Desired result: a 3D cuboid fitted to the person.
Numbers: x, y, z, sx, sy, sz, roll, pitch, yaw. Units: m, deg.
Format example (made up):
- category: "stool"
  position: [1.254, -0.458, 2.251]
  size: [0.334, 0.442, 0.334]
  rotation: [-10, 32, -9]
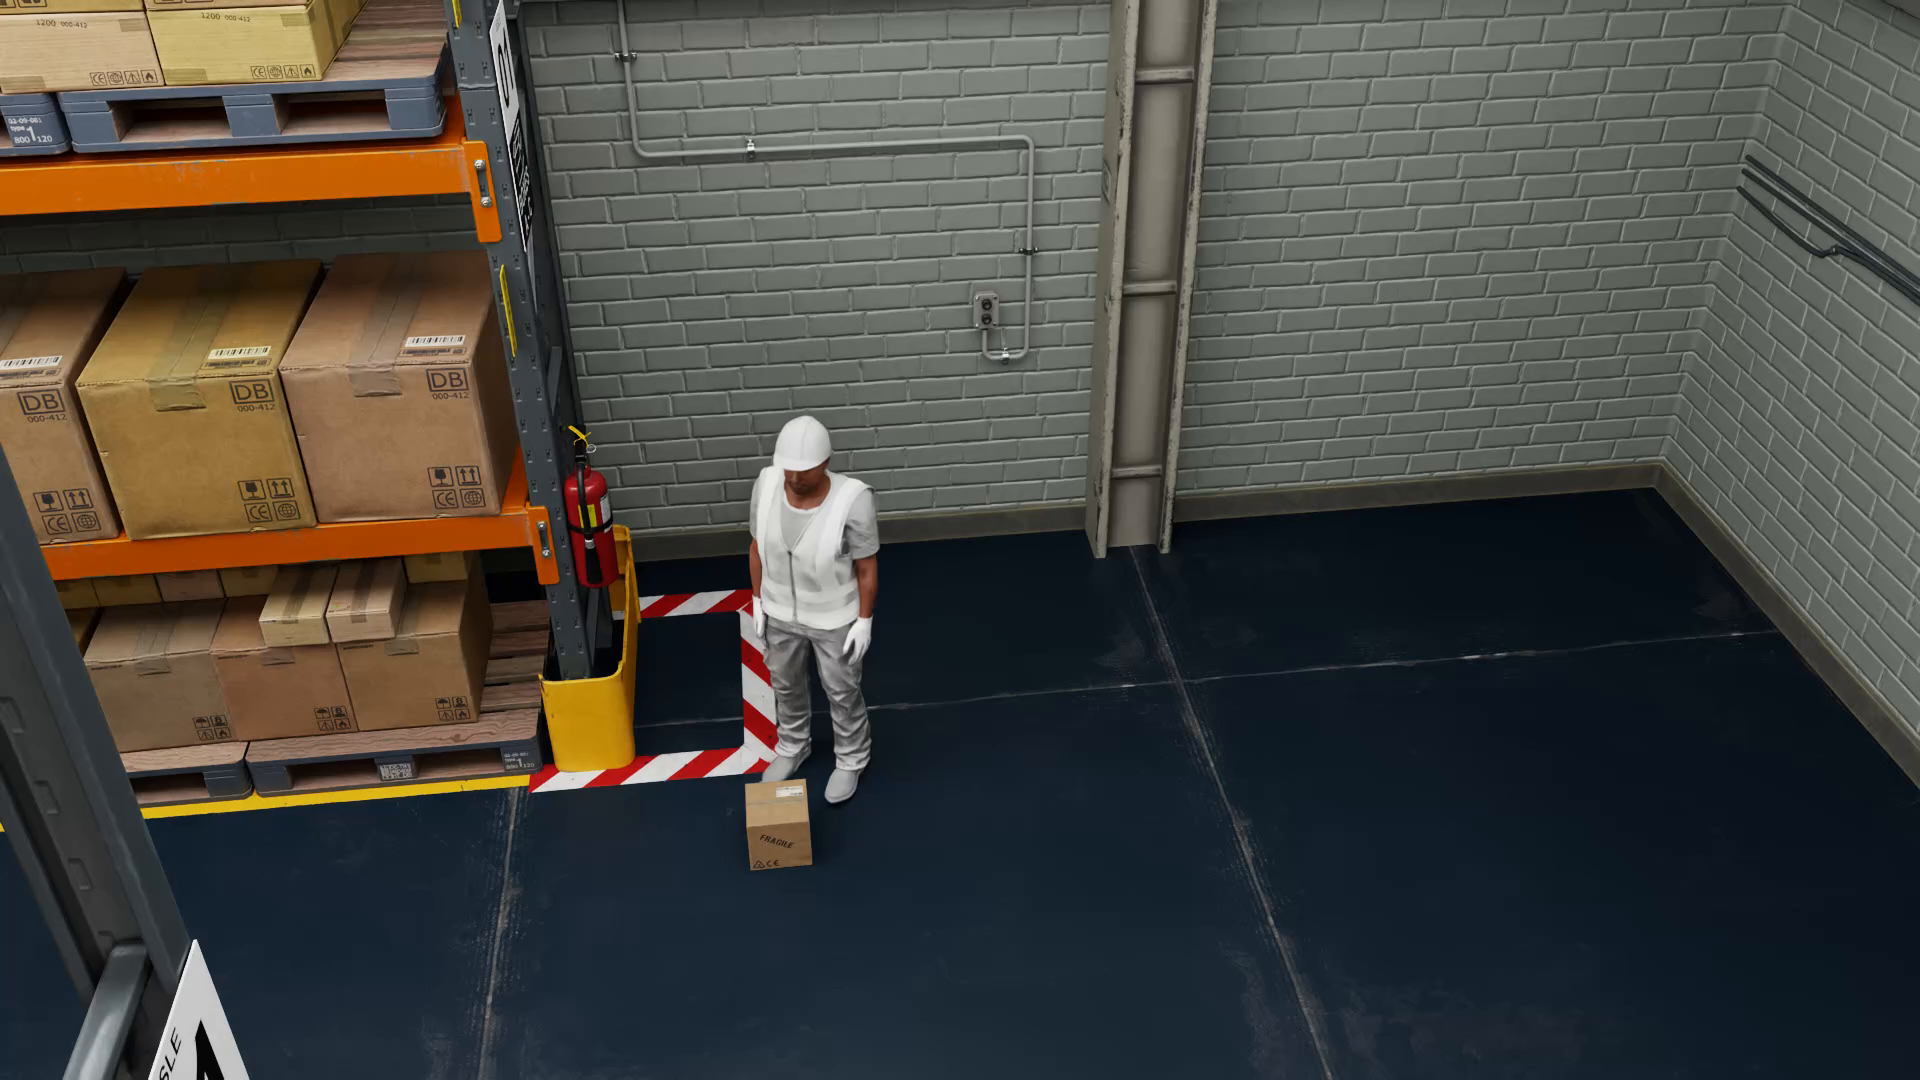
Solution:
- category: "person"
  position: [-0.587, 0.294, 6.718]
  size: [0.546, 1.812, 0.356]
  rotation: [12, 36, 17]
